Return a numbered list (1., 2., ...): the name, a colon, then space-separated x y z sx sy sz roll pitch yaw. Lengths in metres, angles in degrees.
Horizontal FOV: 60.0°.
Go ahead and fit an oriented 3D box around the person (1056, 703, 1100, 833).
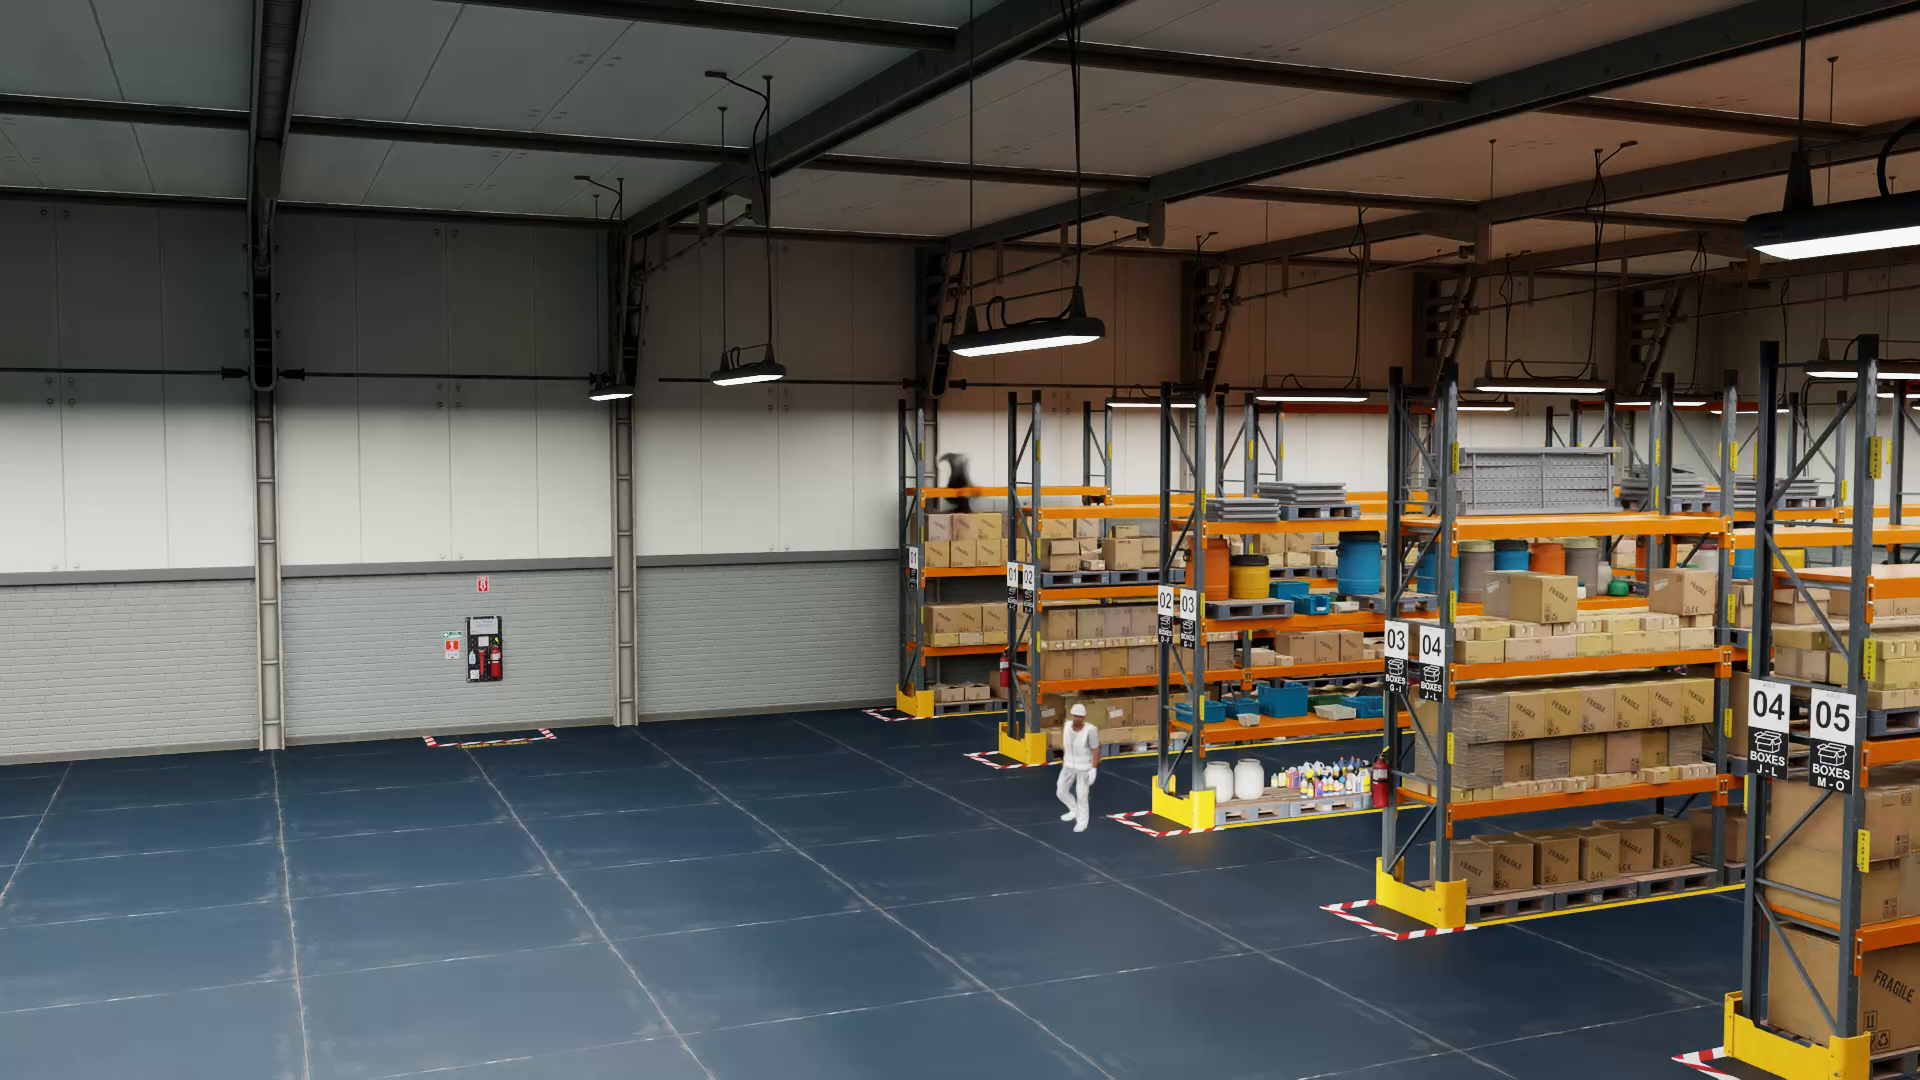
1. person: 1.569 3.014 22.037 0.702 1.757 0.596 2 4 34
